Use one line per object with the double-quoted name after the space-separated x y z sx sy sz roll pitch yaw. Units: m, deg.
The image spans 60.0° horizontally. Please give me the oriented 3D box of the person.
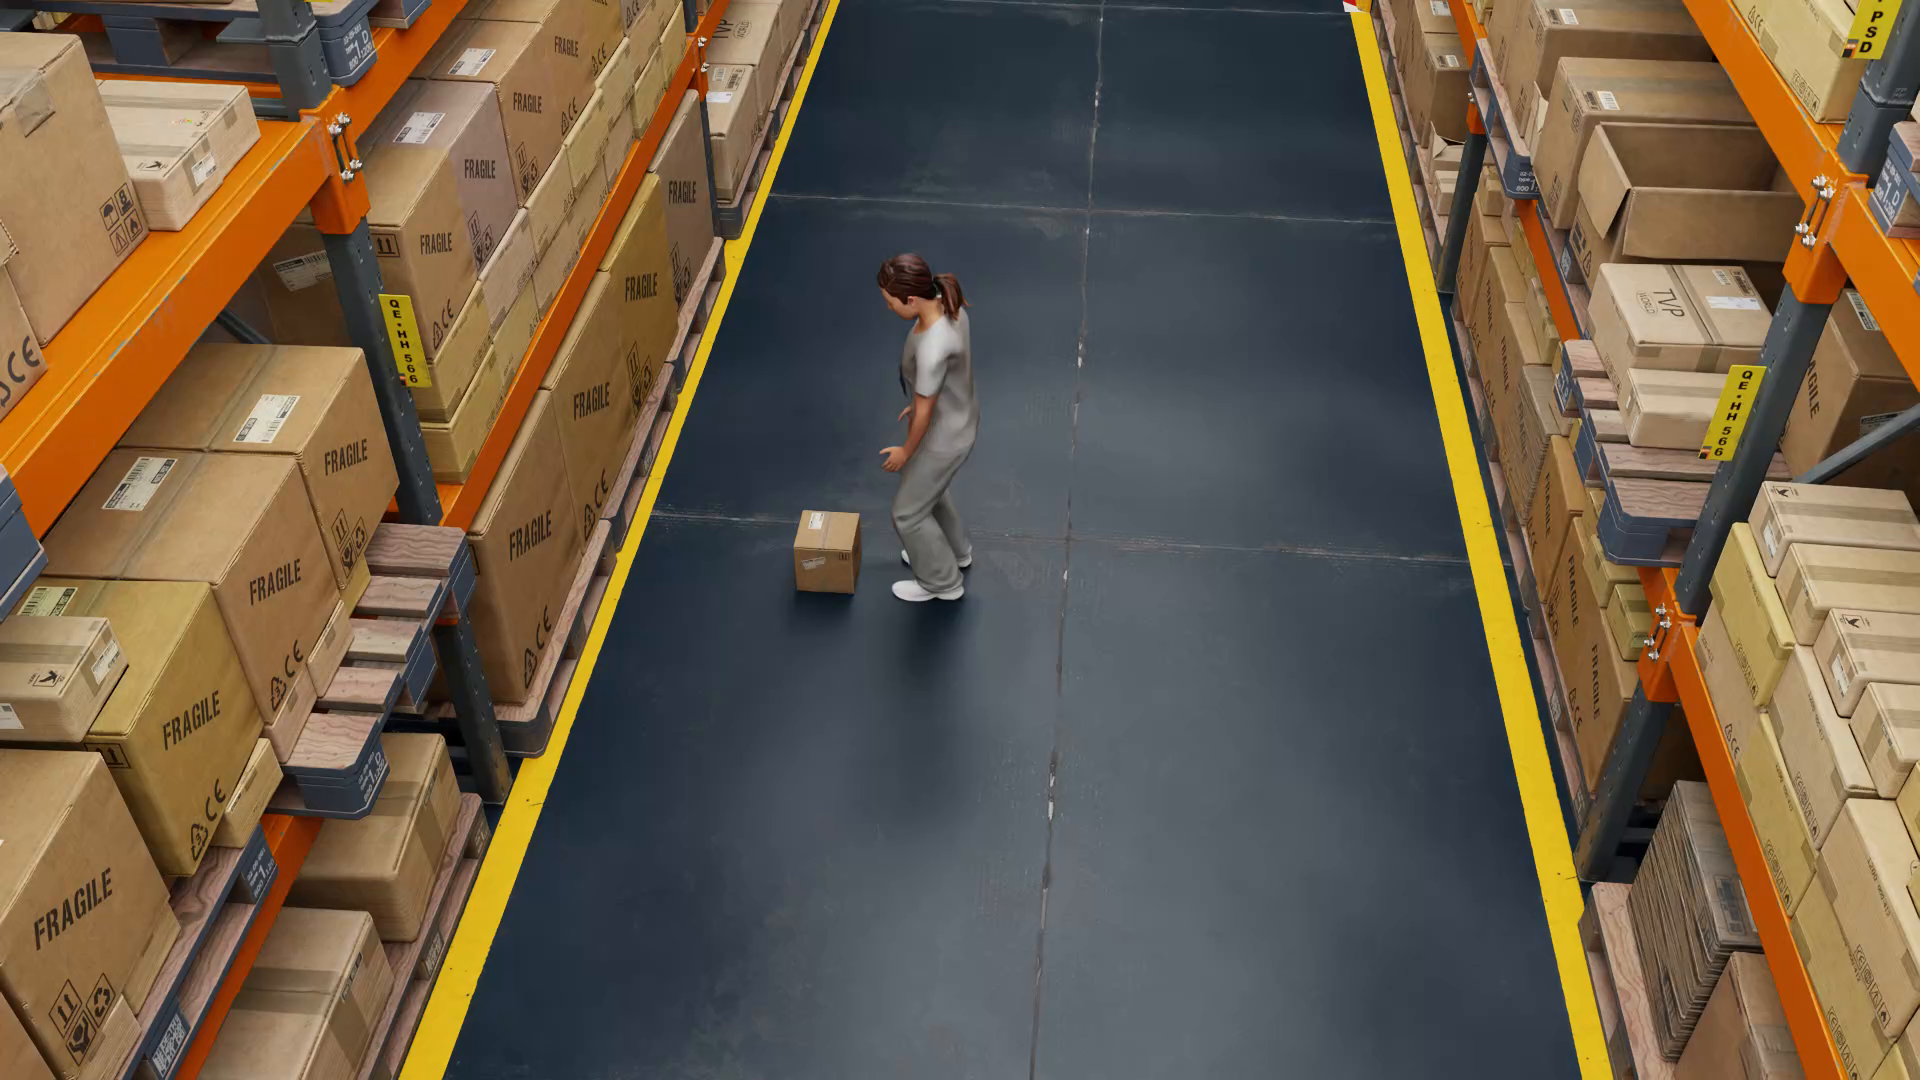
-0.119 -0.434 6.716 0.388 1.627 0.461 4 40 5 "person"
